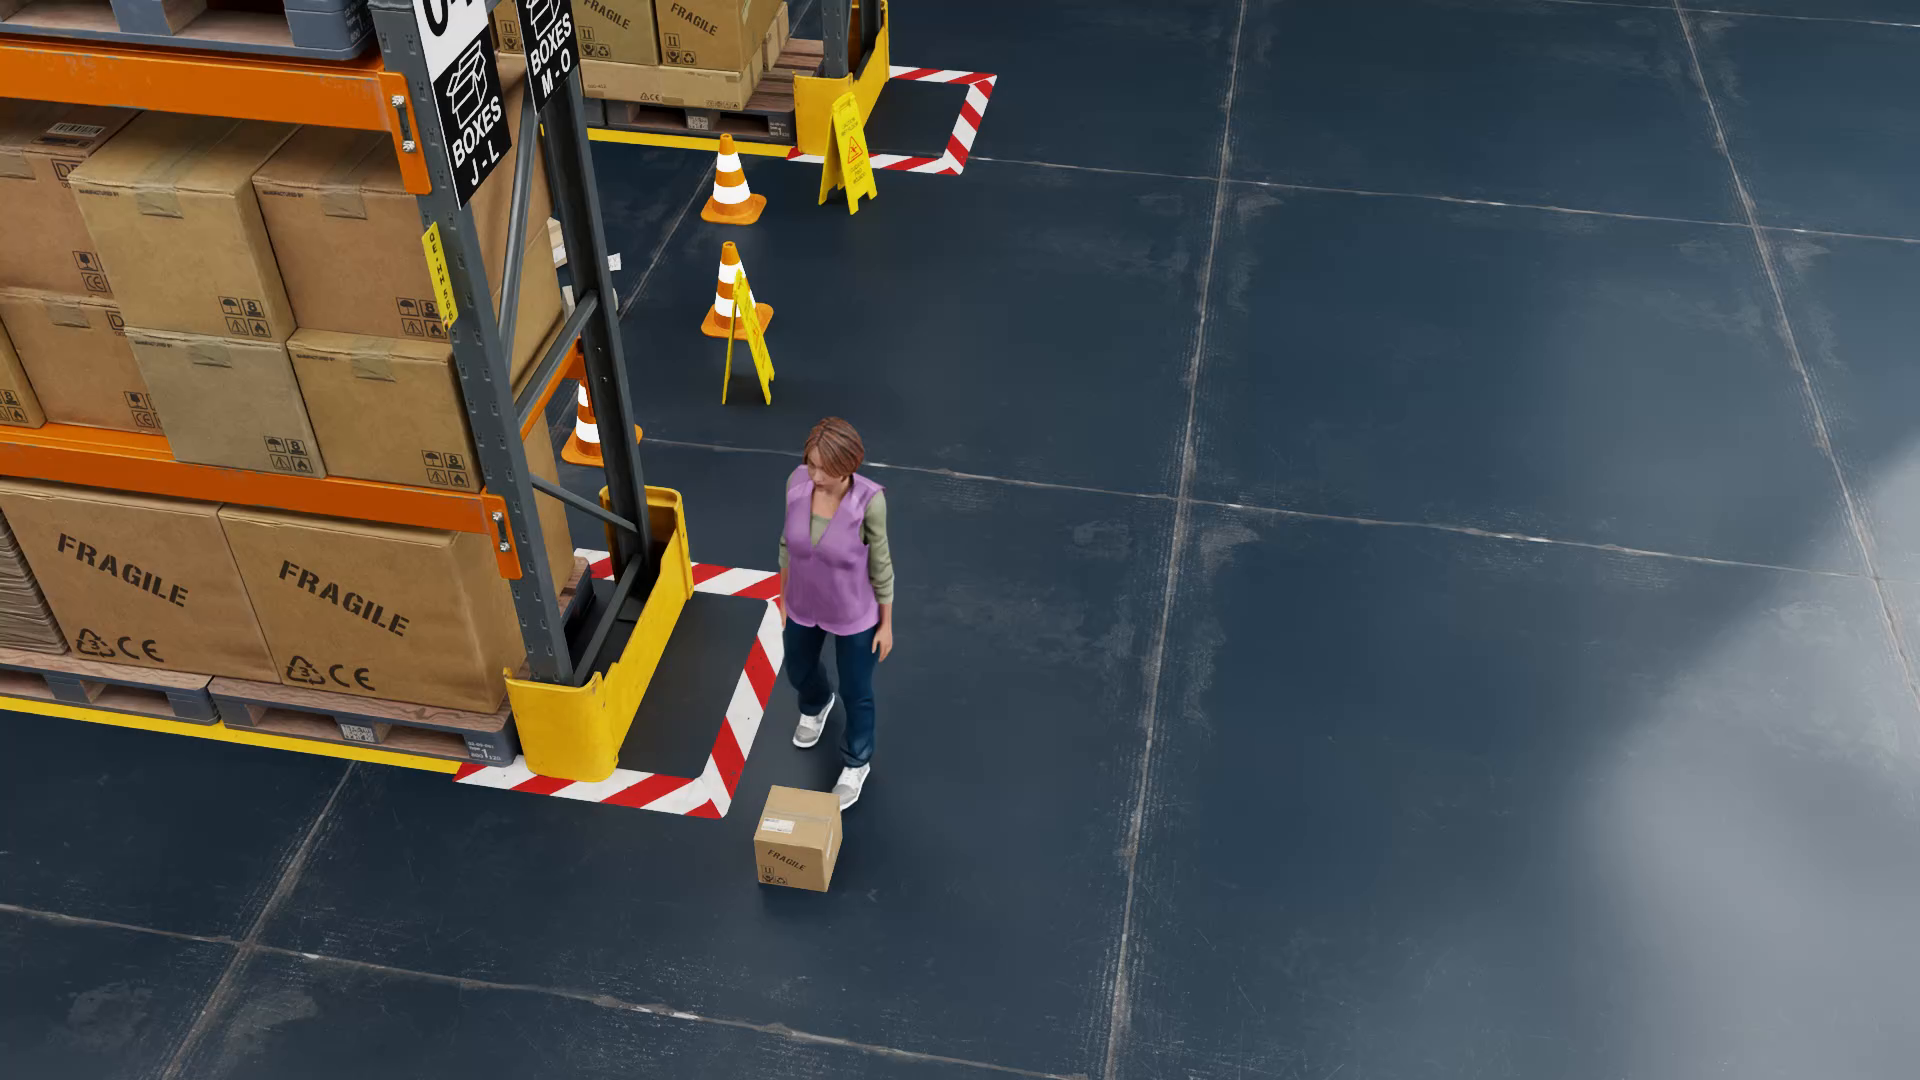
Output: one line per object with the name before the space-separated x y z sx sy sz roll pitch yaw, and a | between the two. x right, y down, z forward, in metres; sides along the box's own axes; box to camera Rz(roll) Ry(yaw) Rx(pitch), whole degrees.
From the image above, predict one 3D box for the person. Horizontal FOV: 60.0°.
person | -0.451 0.257 5.872 0.471 1.614 0.483 15 43 16
